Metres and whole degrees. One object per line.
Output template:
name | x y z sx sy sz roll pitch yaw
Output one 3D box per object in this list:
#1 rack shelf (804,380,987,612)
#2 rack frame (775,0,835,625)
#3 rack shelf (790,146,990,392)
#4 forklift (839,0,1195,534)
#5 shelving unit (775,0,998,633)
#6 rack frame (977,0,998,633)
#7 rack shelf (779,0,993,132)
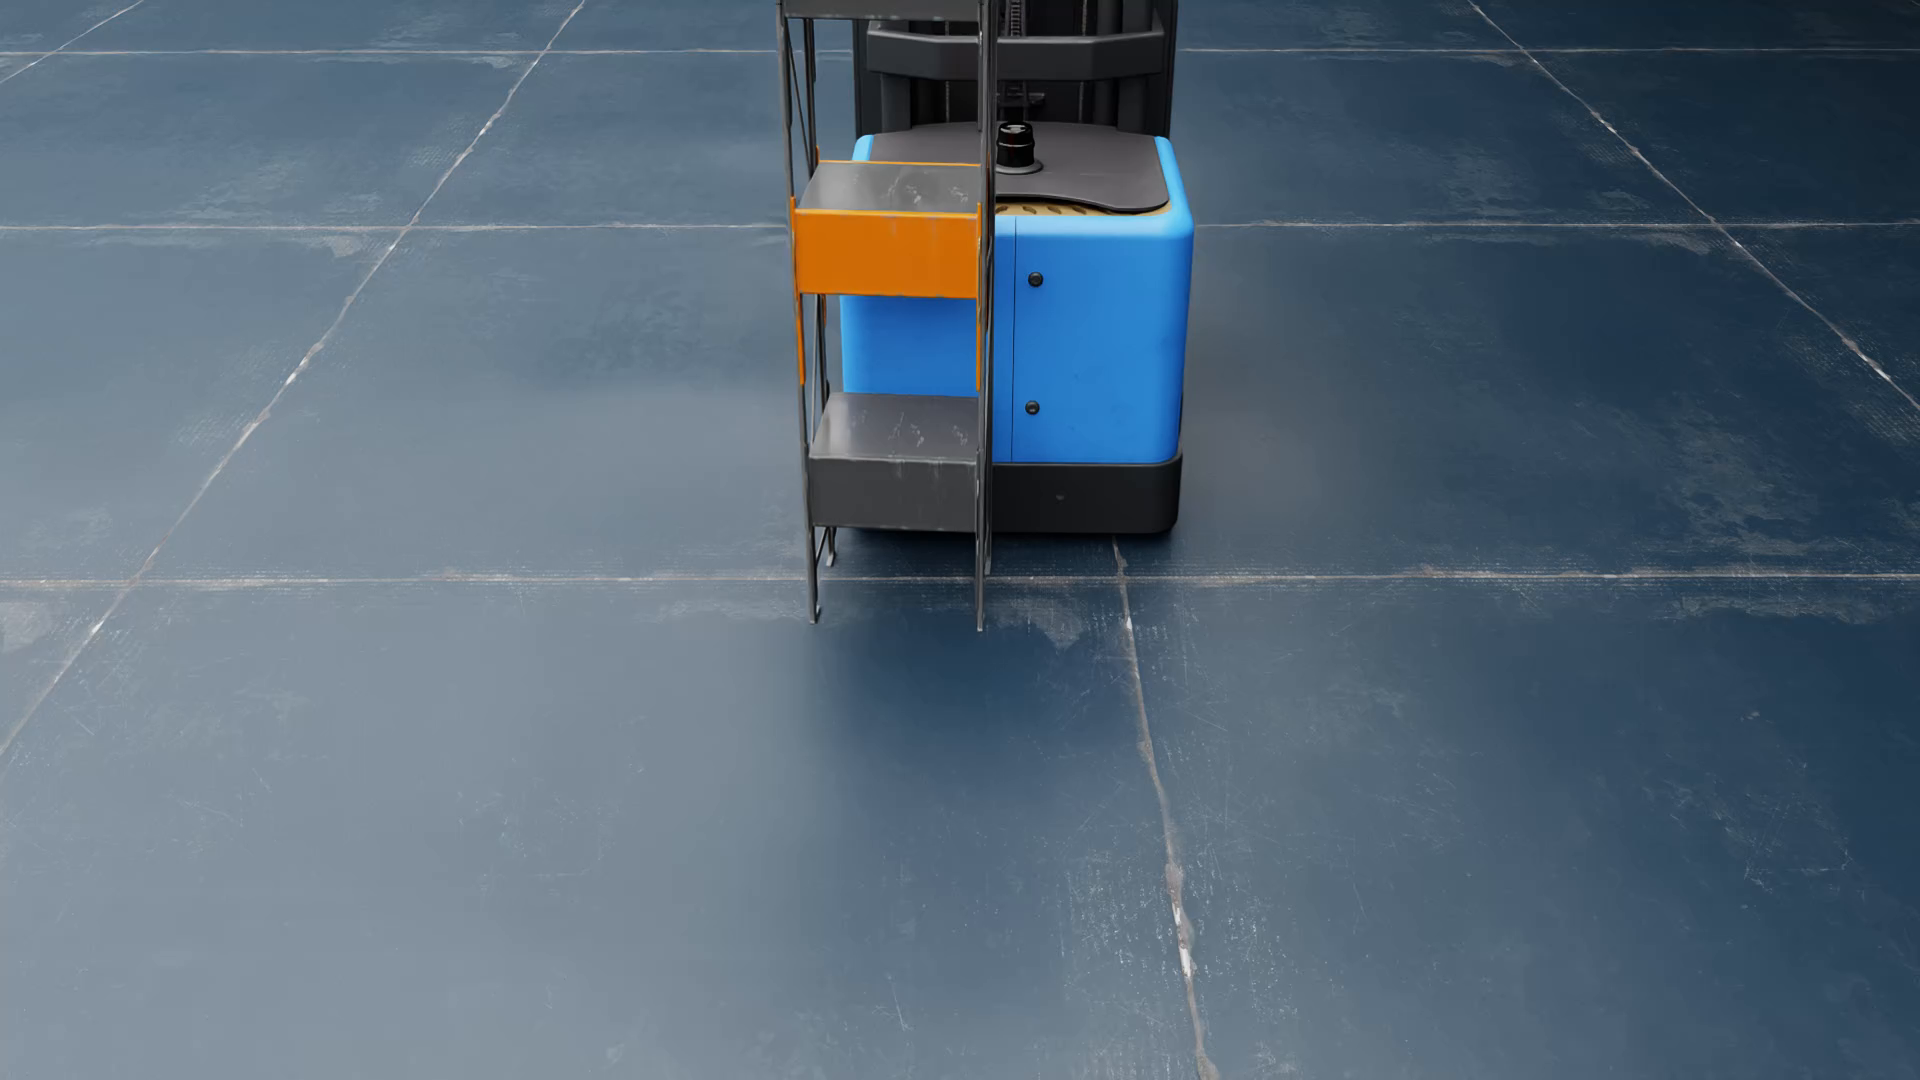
rack shelf | -0.170 -0.132 4.819 0.480 0.518 0.431 2 31 4
rack frame | -0.413 -0.752 4.466 0.015 2.100 0.400 2 31 4
rack shelf | -0.170 -0.731 4.456 0.480 0.518 0.431 2 31 4
forklift | 0.186 -2.000 5.721 1.130 2.935 3.031 1 31 1
shelving unit | -0.170 -0.742 4.449 0.503 2.100 0.431 2 31 4
rack frame | 0.074 -0.732 4.432 0.015 2.100 0.400 2 31 4
rack shelf | -0.170 -1.329 4.093 0.480 0.518 0.431 2 31 4
